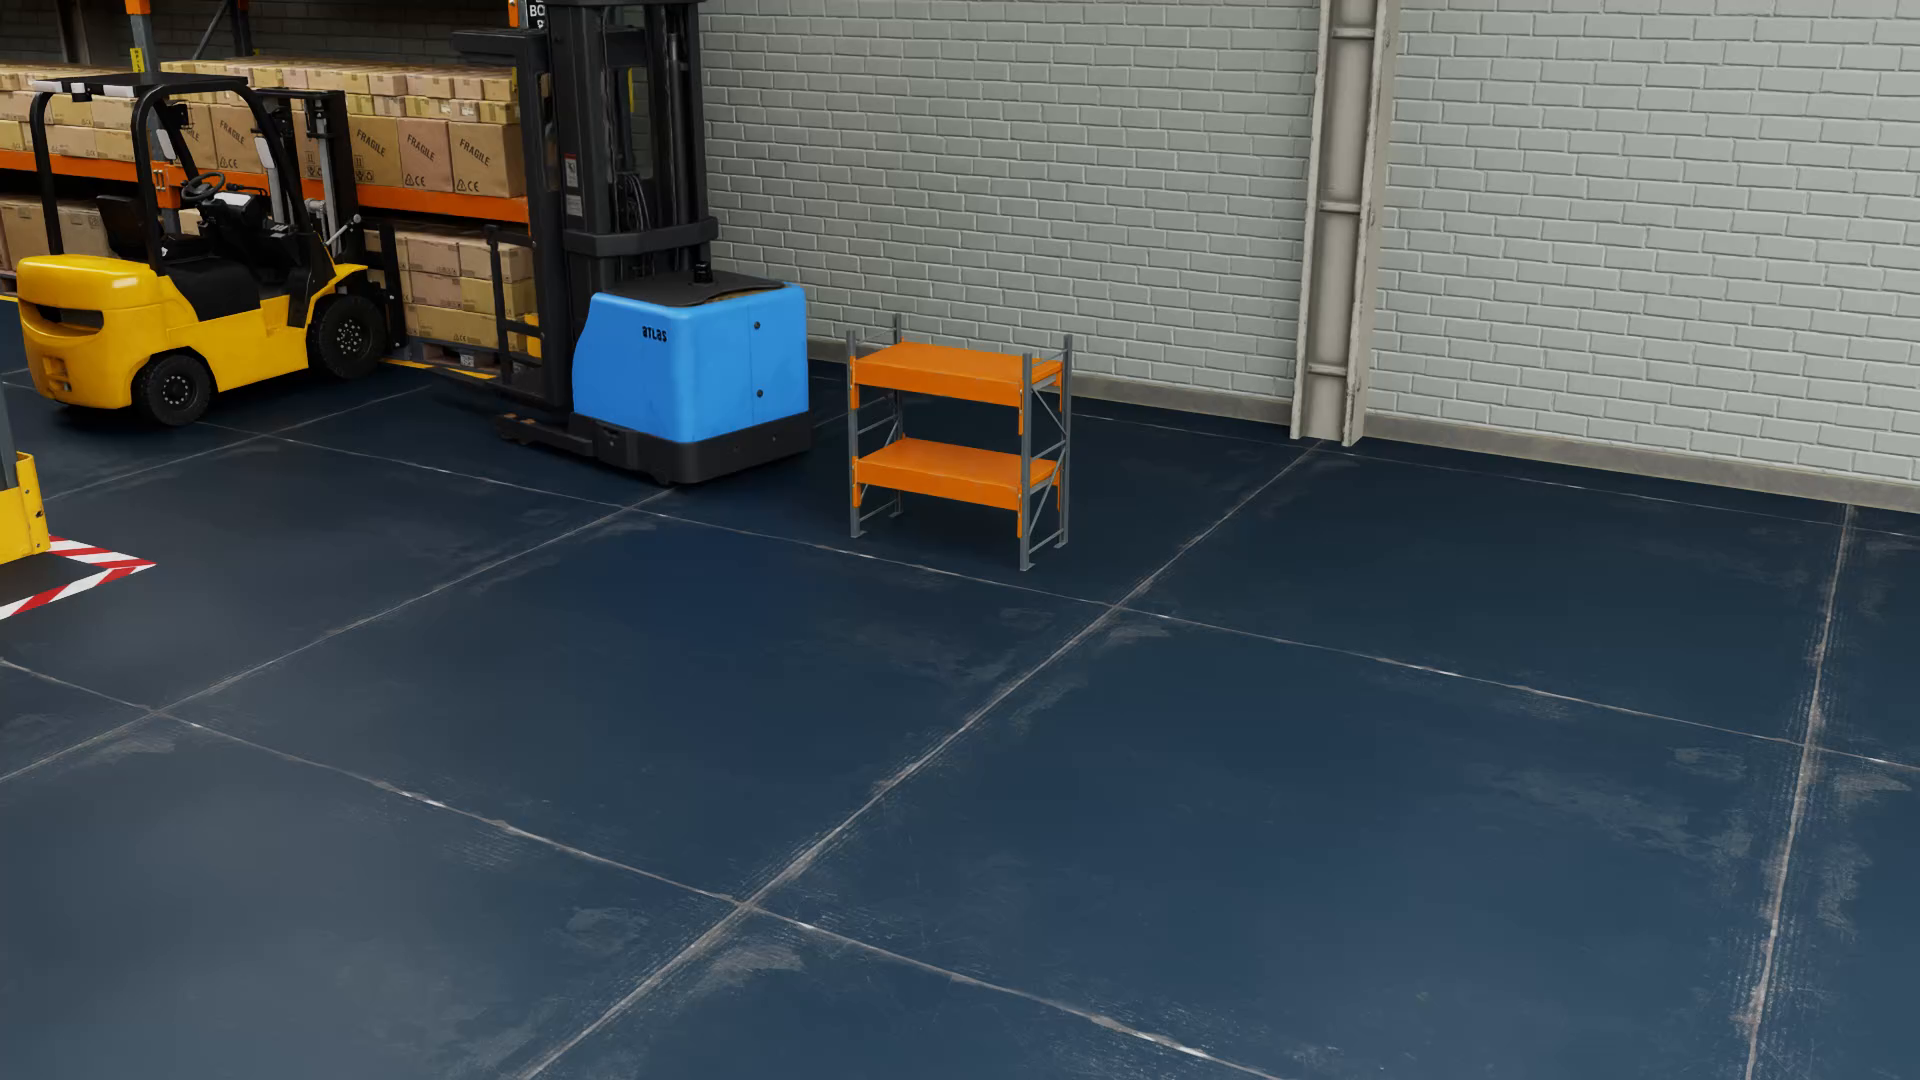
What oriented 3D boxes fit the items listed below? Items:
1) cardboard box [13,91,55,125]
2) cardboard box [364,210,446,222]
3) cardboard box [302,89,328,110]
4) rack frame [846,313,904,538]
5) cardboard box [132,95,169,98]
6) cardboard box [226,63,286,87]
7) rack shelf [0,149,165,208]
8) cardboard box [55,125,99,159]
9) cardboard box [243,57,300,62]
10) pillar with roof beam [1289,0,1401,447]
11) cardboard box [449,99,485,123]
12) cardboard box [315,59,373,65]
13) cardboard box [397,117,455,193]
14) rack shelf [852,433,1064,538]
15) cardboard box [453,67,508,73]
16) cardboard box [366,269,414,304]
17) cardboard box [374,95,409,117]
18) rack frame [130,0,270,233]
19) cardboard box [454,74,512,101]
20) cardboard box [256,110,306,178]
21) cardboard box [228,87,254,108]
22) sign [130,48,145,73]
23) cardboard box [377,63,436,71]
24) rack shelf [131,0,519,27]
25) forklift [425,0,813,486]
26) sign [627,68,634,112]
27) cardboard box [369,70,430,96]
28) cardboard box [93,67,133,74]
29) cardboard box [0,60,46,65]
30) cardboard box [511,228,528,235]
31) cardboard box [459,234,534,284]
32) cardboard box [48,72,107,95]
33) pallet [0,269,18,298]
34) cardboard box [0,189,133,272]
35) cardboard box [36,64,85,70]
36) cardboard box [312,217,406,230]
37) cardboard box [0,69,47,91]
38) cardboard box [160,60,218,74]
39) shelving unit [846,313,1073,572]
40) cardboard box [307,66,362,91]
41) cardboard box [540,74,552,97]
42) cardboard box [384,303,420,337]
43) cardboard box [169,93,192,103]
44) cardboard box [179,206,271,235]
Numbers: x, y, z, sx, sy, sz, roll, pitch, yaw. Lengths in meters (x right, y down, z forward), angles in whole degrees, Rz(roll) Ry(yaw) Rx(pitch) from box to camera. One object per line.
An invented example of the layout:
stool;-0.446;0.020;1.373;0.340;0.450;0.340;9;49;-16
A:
cardboard box;-7.650;-3.696;14.143;0.500;0.250;0.500;11;23;28
cardboard box;-4.350;-2.458;13.192;0.500;0.250;0.500;10;22;26
cardboard box;-4.711;-3.314;12.504;0.250;0.149;0.380;10;22;26
rack frame;-0.450;-0.614;8.909;0.032;1.125;0.500;11;23;27
cardboard box;-6.607;-3.699;13.566;0.250;0.149;0.380;12;23;29
cardboard box;-5.393;-3.577;12.793;0.250;0.149;0.380;11;23;28
rack shelf;-7.947;-3.351;14.758;4.000;0.370;1.077;11;23;27
cardboard box;-7.210;-3.374;13.987;0.500;0.250;0.500;11;22;27
cardboard box;-5.576;-3.831;13.493;0.250;0.149;0.380;10;22;26
pillar with roof beam;0.261;-3.616;5.637;0.400;9.000;9.100;11;23;27
cardboard box;-3.386;-3.051;11.779;0.250;0.149;0.380;11;23;28
cardboard box;-4.873;-3.719;13.184;0.250;0.149;0.380;10;22;26
cardboard box;-3.715;-2.831;12.124;0.500;0.500;0.500;12;23;29
rack shelf;-0.006;-0.300;8.760;1.000;0.278;0.538;11;23;27
cardboard box;-3.556;-3.441;12.419;0.250;0.149;0.380;11;23;28
cardboard box;-4.180;-1.985;12.622;0.500;0.250;0.500;10;22;26
cardboard box;-4.050;-3.187;12.155;0.250;0.149;0.380;10;22;26
rack frame;-6.201;-3.356;13.719;0.127;3.000;1.000;11;23;27
cardboard box;-3.355;-3.211;11.785;0.250;0.149;0.380;11;23;27
cardboard box;-5.036;-3.086;12.828;0.500;0.500;0.500;11;22;27
cardboard box;-5.404;-3.436;12.841;0.250;0.149;0.380;11;23;28
sign;-6.457;-3.700;13.085;0.005;0.325;0.100;11;23;27
cardboard box;-4.234;-3.568;12.768;0.250;0.149;0.380;11;23;28
rack shelf;-4.455;-4.096;12.413;4.000;0.370;1.077;11;23;27
forklift;-2.342;-2.095;10.341;3.031;2.935;1.130;17;26;39
sign;-2.433;-3.299;12.177;0.005;0.325;0.100;11;23;27
cardboard box;-4.059;-3.321;12.087;0.250;0.149;0.380;11;23;29
cardboard box;-7.268;-4.018;14.445;0.250;0.149;0.380;11;23;27
cardboard box;-8.583;-4.288;15.190;0.250;0.149;0.380;10;22;26
cardboard box;-3.036;-2.202;12.487;0.500;0.250;0.500;10;22;26
cardboard box;-3.263;-2.050;12.067;0.500;0.250;0.500;12;23;29
cardboard box;-7.324;-3.797;13.836;0.250;0.149;0.380;10;22;26
pallet;-7.932;-2.359;15.058;1.213;0.211;1.003;11;23;27
cardboard box;-7.993;-2.777;14.987;0.625;0.625;0.875;10;22;25
cardboard box;-7.961;-4.130;14.754;0.250;0.149;0.380;12;23;29
cardboard box;-4.596;-2.300;12.758;0.500;0.250;0.500;10;22;26
cardboard box;-8.007;-3.924;14.185;0.250;0.149;0.380;10;22;26
cardboard box;-6.067;-3.707;13.151;0.250;0.149;0.380;11;23;28
shelving unit;-0.006;-0.530;8.676;1.048;1.125;0.538;11;23;27
cardboard box;-4.678;-3.480;12.526;0.250;0.149;0.380;11;23;28
cardboard box;-2.898;-3.302;12.036;0.250;0.149;0.380;10;22;26
cardboard box;-4.135;-1.751;12.711;0.500;0.250;0.500;11;23;28
cardboard box;-6.051;-3.577;13.229;0.250;0.149;0.380;10;22;26
cardboard box;-5.932;-2.557;13.466;0.500;0.250;0.500;10;22;26
